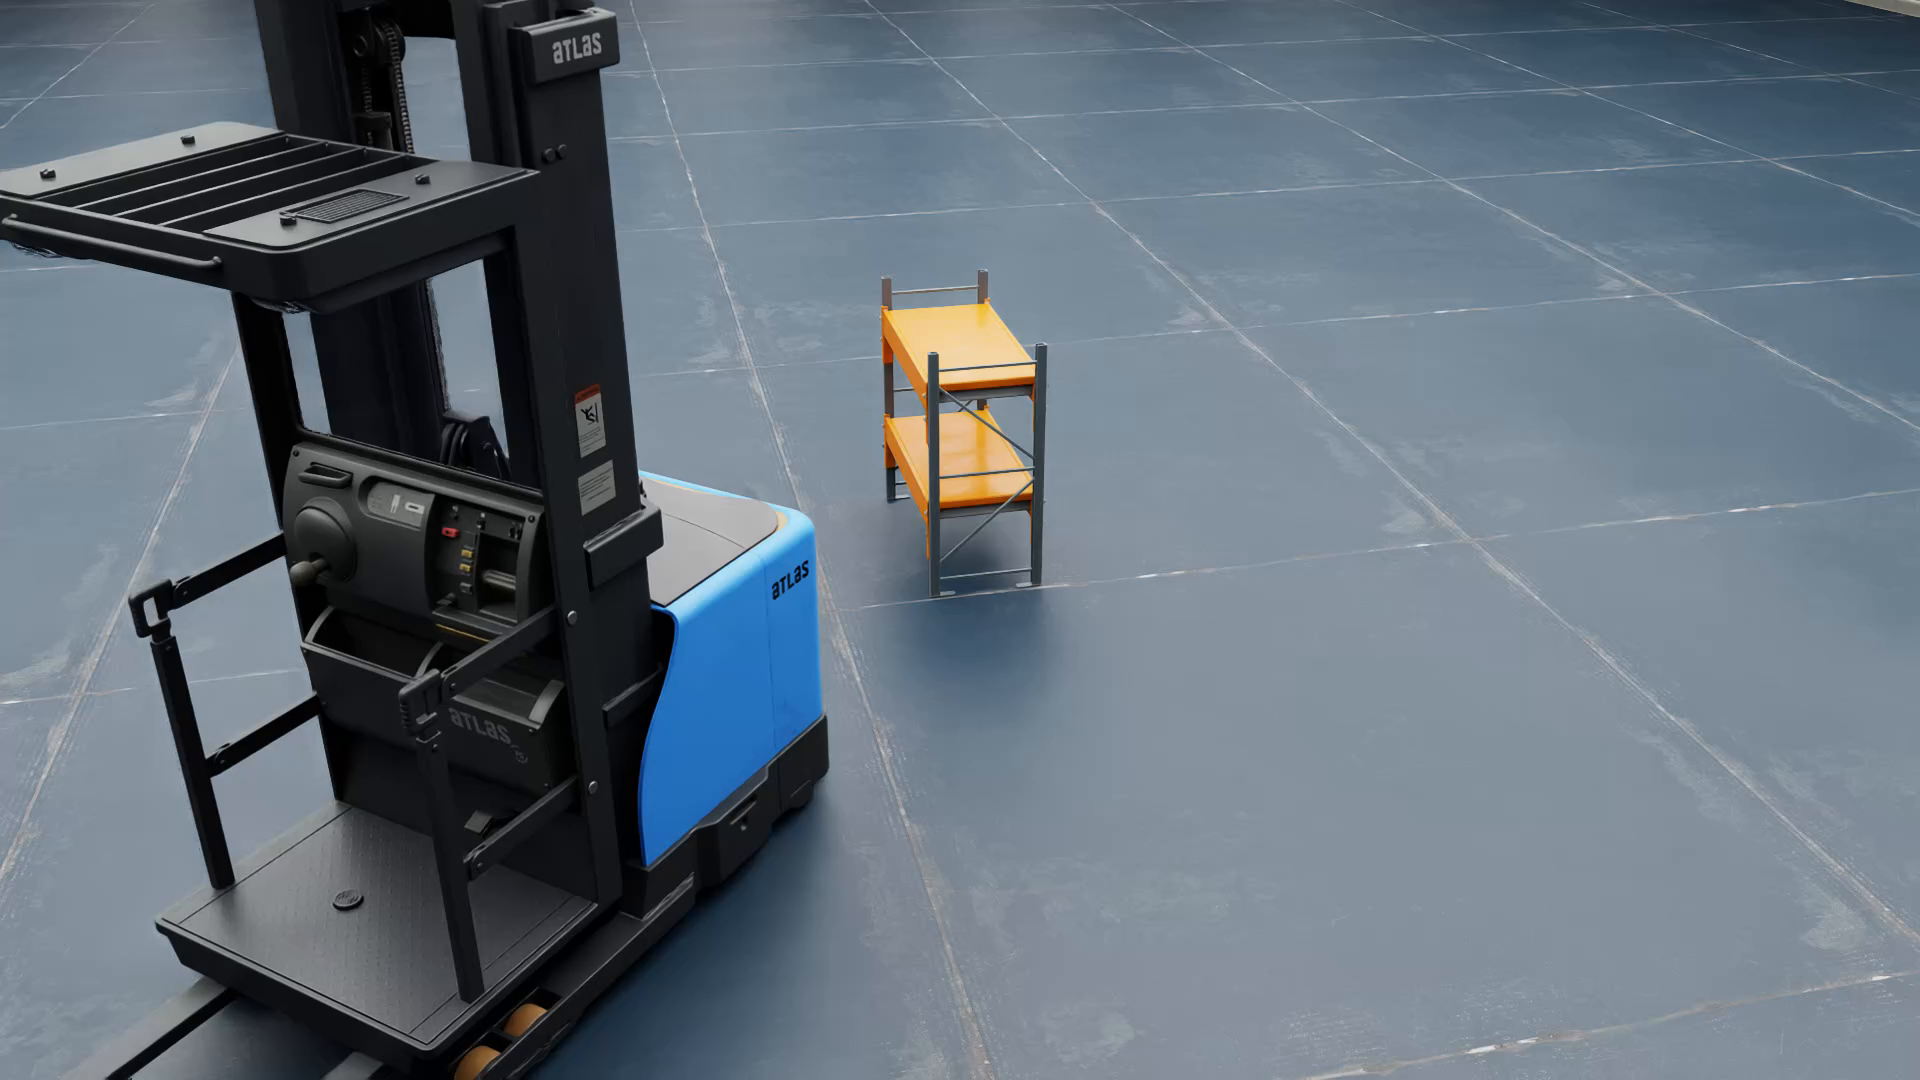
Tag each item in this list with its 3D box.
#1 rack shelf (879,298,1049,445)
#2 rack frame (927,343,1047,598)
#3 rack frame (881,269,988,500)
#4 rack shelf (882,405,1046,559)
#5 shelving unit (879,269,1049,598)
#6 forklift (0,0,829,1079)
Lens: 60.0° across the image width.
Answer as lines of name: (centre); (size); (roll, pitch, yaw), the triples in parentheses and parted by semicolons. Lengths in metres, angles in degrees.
rack shelf: (-0.002, -0.766, 7.371); (0.538, 0.278, 1.000); (-6, 27, -12)
rack frame: (0.113, -0.282, 7.060); (0.500, 1.125, 0.032); (-6, 27, -12)
rack frame: (-0.116, -0.728, 7.945); (0.500, 1.125, 0.032); (-6, 27, -12)
rack shelf: (-0.002, -0.287, 7.613); (0.538, 0.278, 1.000); (-6, 27, -12)
shelving unit: (-0.002, -0.505, 7.502); (0.538, 1.125, 1.048); (-6, 27, -12)
forklift: (-1.624, 0.036, 4.426); (1.130, 2.935, 3.031); (14, 30, 26)
